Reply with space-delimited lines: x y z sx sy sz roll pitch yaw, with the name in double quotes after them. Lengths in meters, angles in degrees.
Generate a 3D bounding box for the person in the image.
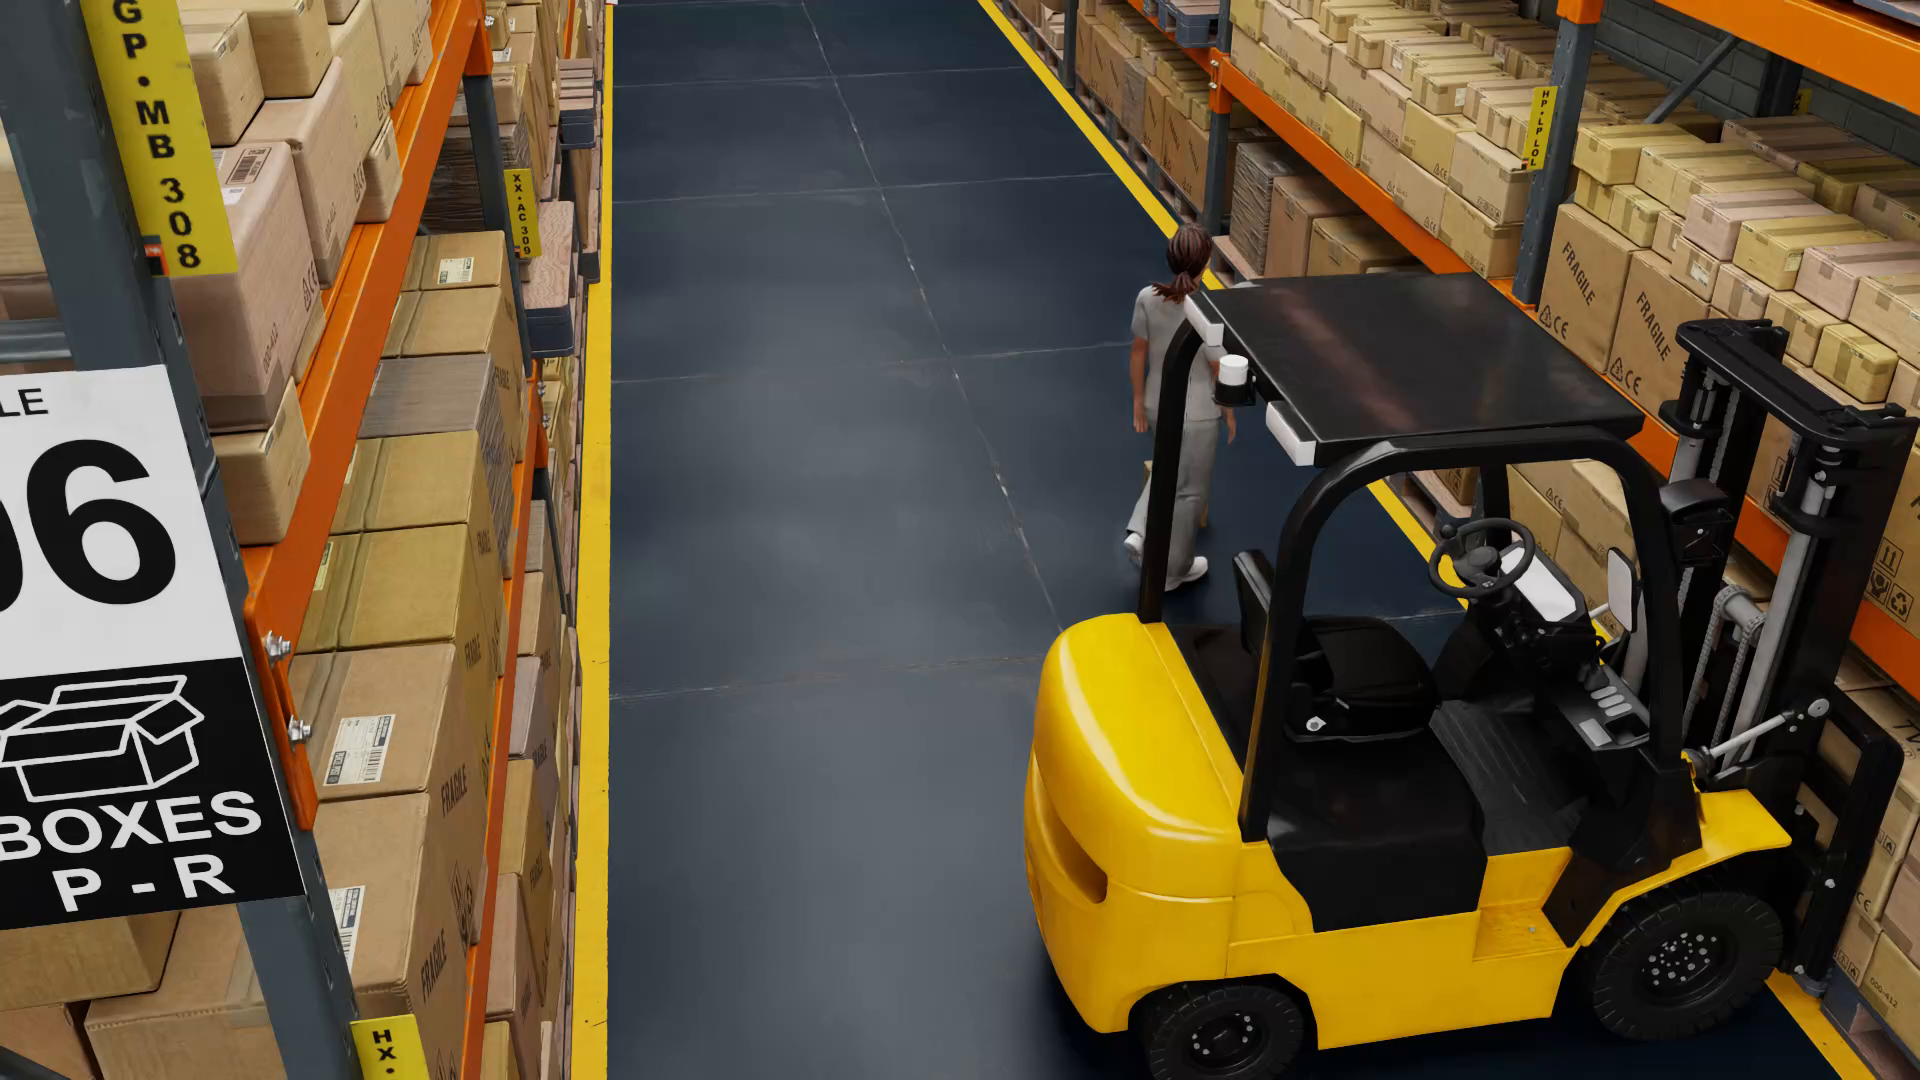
0.949 -0.548 7.018 0.461 1.663 0.454 -26 39 -36 "person"
